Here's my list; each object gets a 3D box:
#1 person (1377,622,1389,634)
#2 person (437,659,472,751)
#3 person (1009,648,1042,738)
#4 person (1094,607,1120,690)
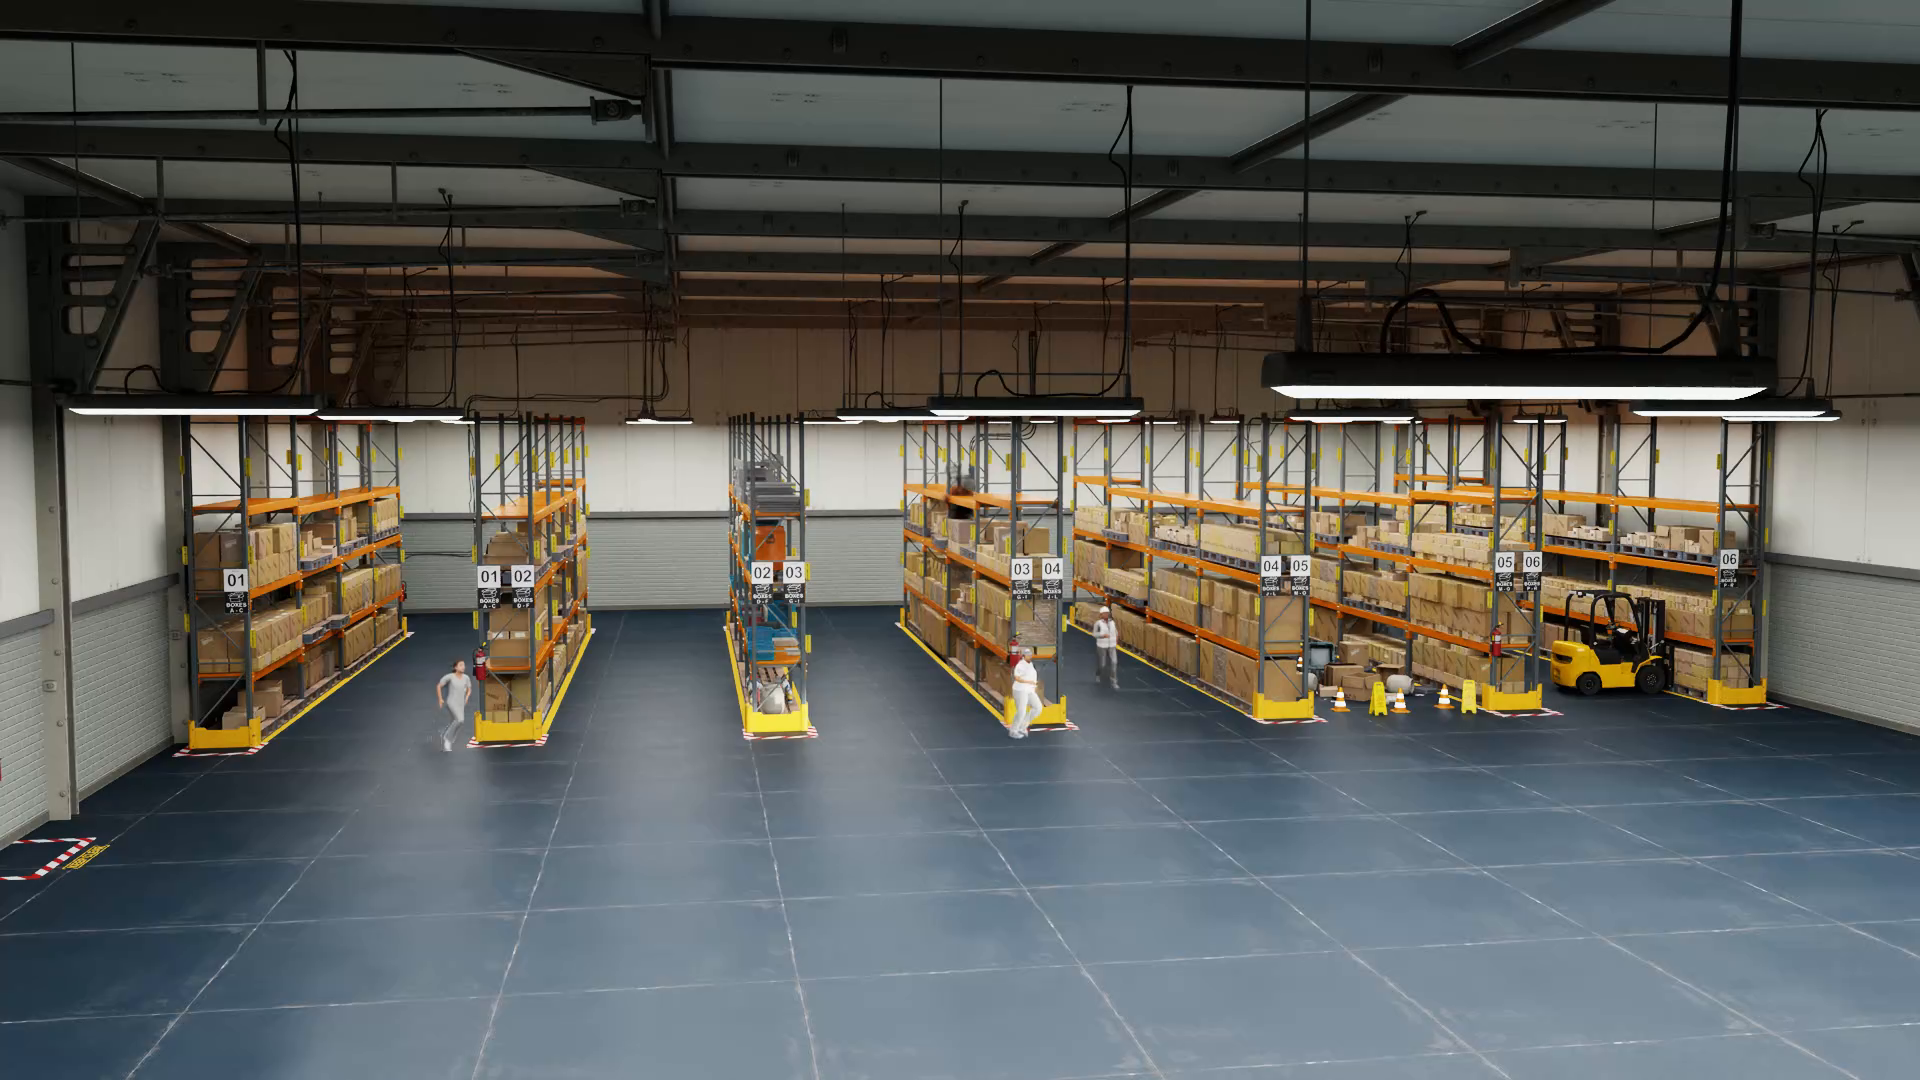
[{"bbox_3d":[11.589,2.093,45.695,0.375,1.005,0.913,-1,4,-17],"label":"person"},{"bbox_3d":[-8.860,2.912,29.342,0.592,1.609,0.574,3,5,41],"label":"person"},{"bbox_3d":[1.257,2.816,30.712,0.594,1.632,0.649,3,5,35],"label":"person"},{"bbox_3d":[3.271,2.352,36.520,0.548,1.782,0.953,-1,4,-16],"label":"person"}]
